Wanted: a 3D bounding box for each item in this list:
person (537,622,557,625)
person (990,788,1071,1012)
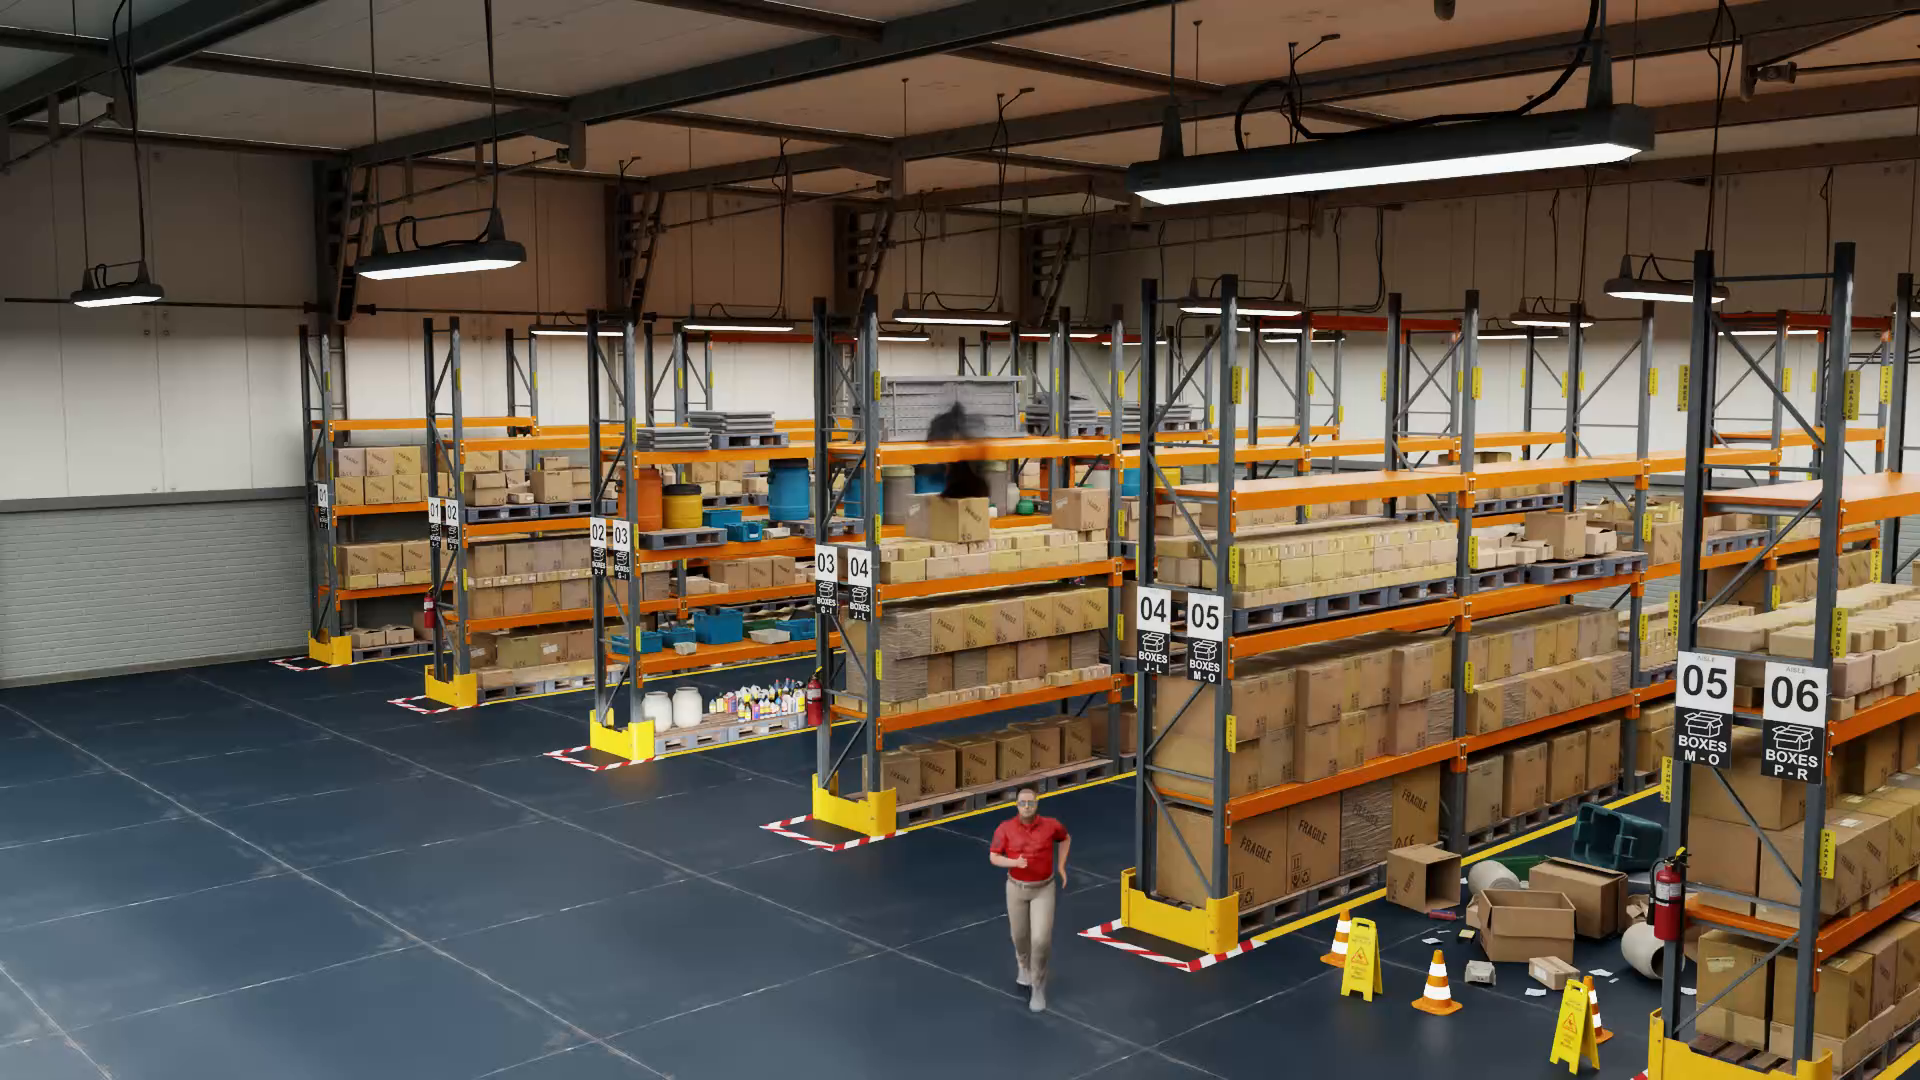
[{"bbox_3d":[-7.291,1.368,29.319,0.576,1.749,0.719,4,7,33],"label":"person"},{"bbox_3d":[0.571,2.935,13.713,0.639,1.799,0.761,1,6,9],"label":"person"}]
